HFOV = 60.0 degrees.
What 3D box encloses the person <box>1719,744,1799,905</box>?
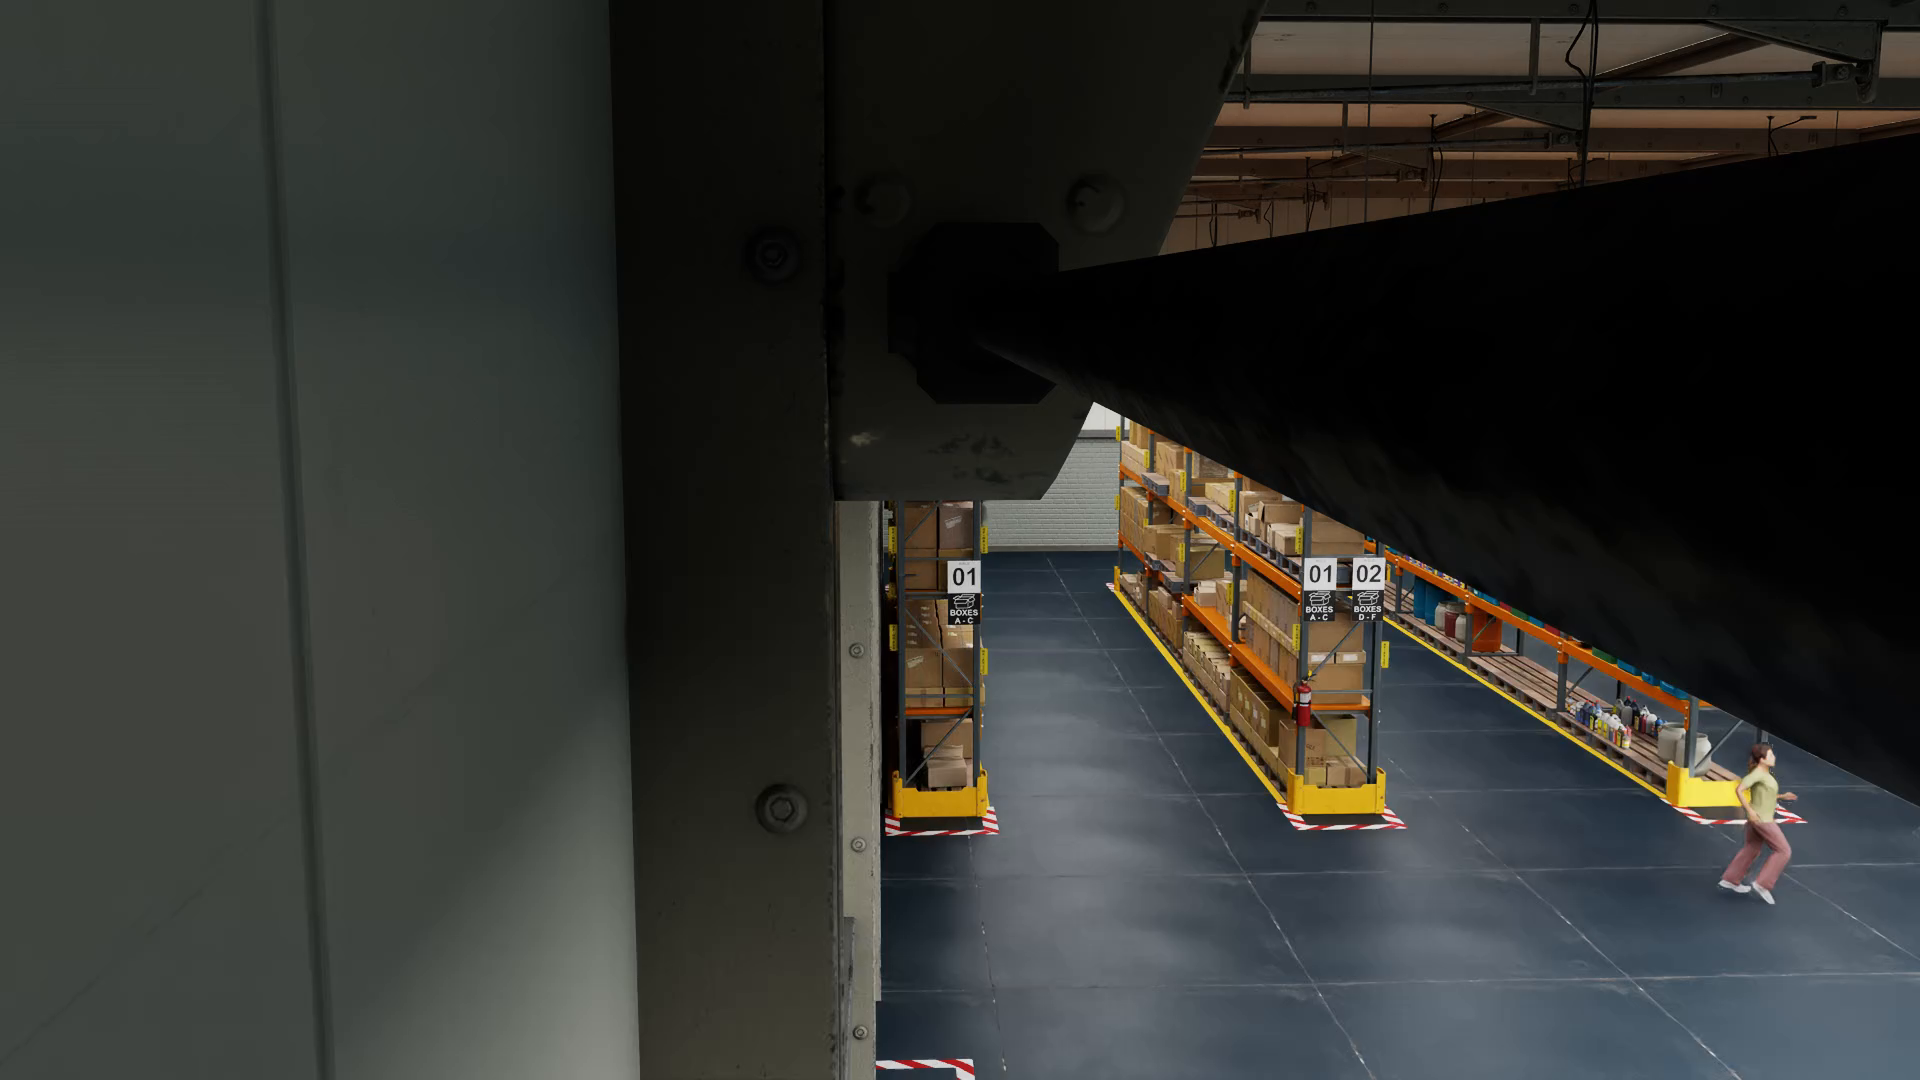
[{"bbox_3d":[8.461,2.990,17.590,0.698,1.696,0.548,3,9,22],"label":"person"}]
